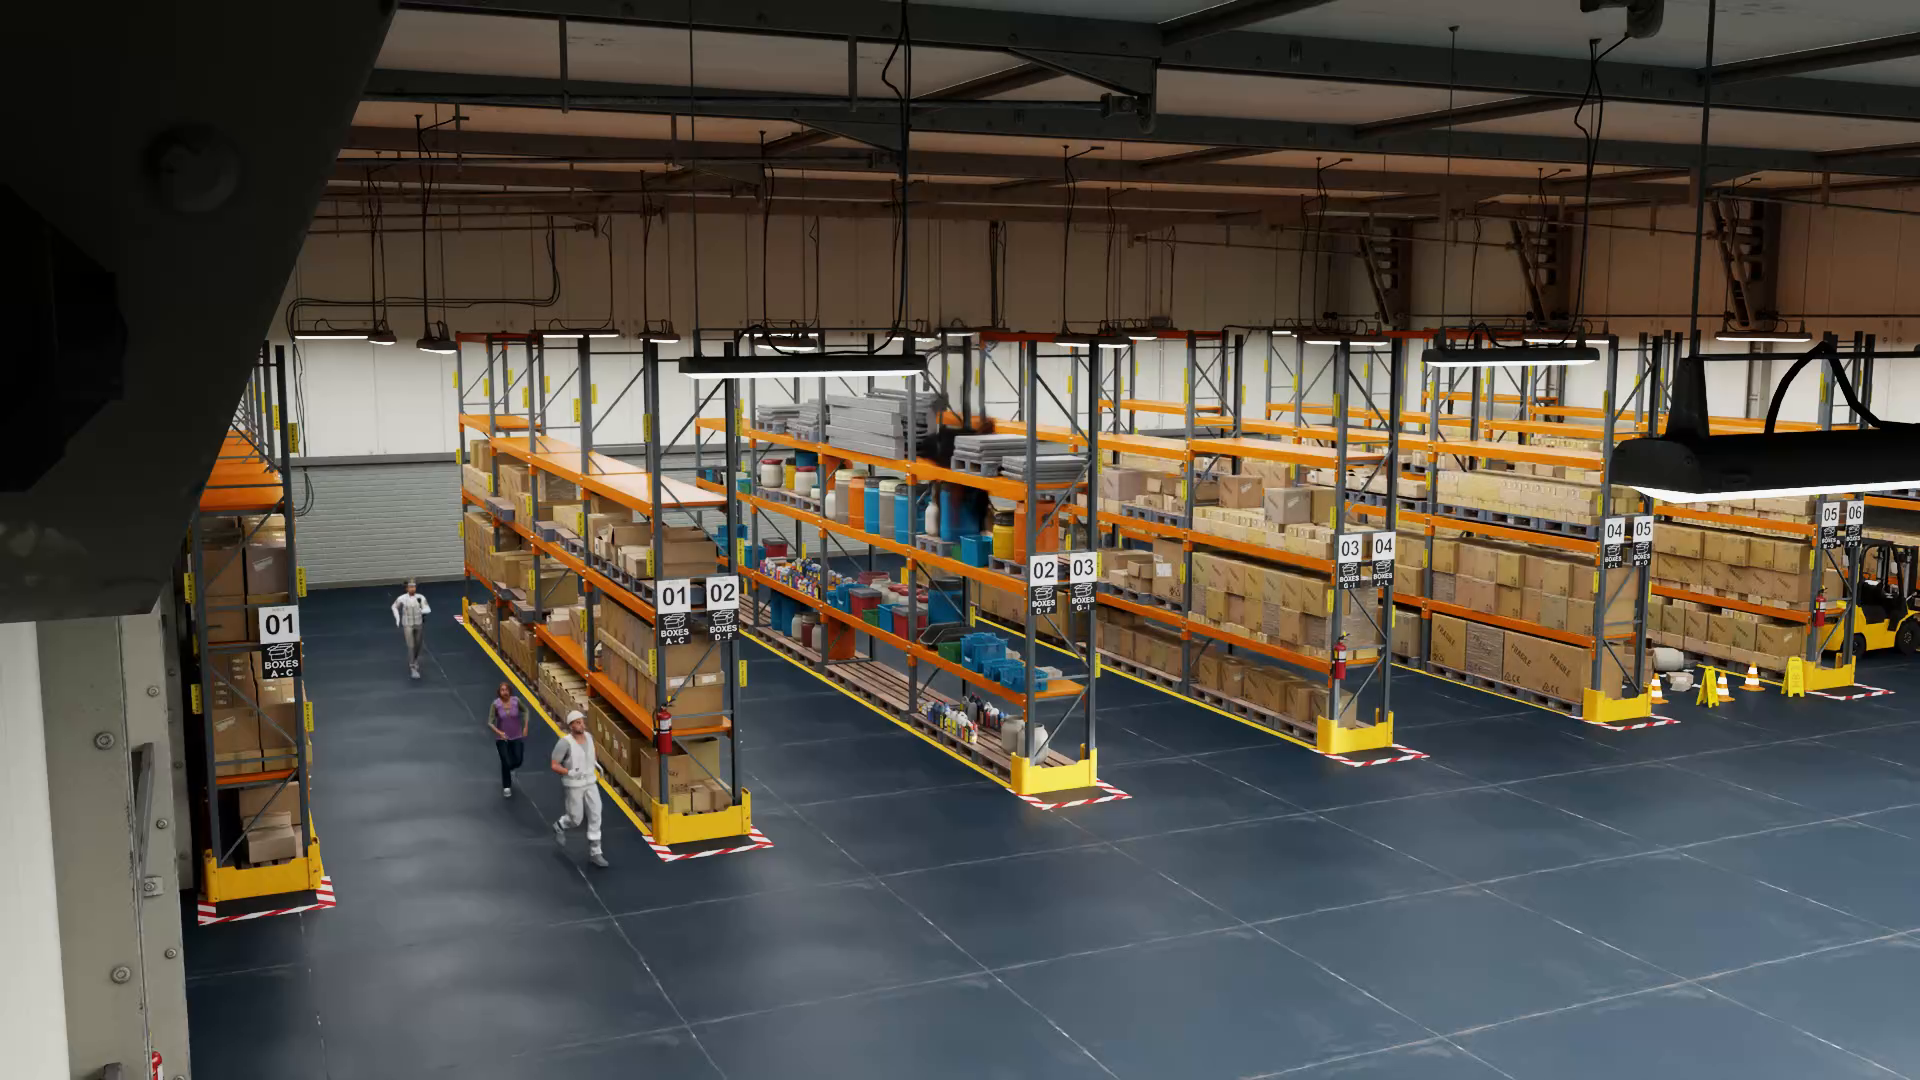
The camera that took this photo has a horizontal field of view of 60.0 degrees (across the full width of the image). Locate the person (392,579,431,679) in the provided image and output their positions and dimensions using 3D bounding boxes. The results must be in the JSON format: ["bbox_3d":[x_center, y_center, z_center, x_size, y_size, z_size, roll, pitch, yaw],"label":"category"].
[{"bbox_3d":[-9.670,1.526,29.329,0.553,1.709,0.873,-5,9,-32],"label":"person"}]

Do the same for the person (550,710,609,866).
[{"bbox_3d":[-4.414,2.820,19.314,0.982,1.702,0.686,7,10,40],"label":"person"}]

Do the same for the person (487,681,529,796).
[{"bbox_3d":[-5.941,2.626,21.916,0.548,1.558,0.605,-3,8,-22],"label":"person"}]

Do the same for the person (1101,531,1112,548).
[{"bbox_3d":[3.805,-0.218,42.572,0.892,1.585,0.537,-8,11,-44],"label":"person"}]
